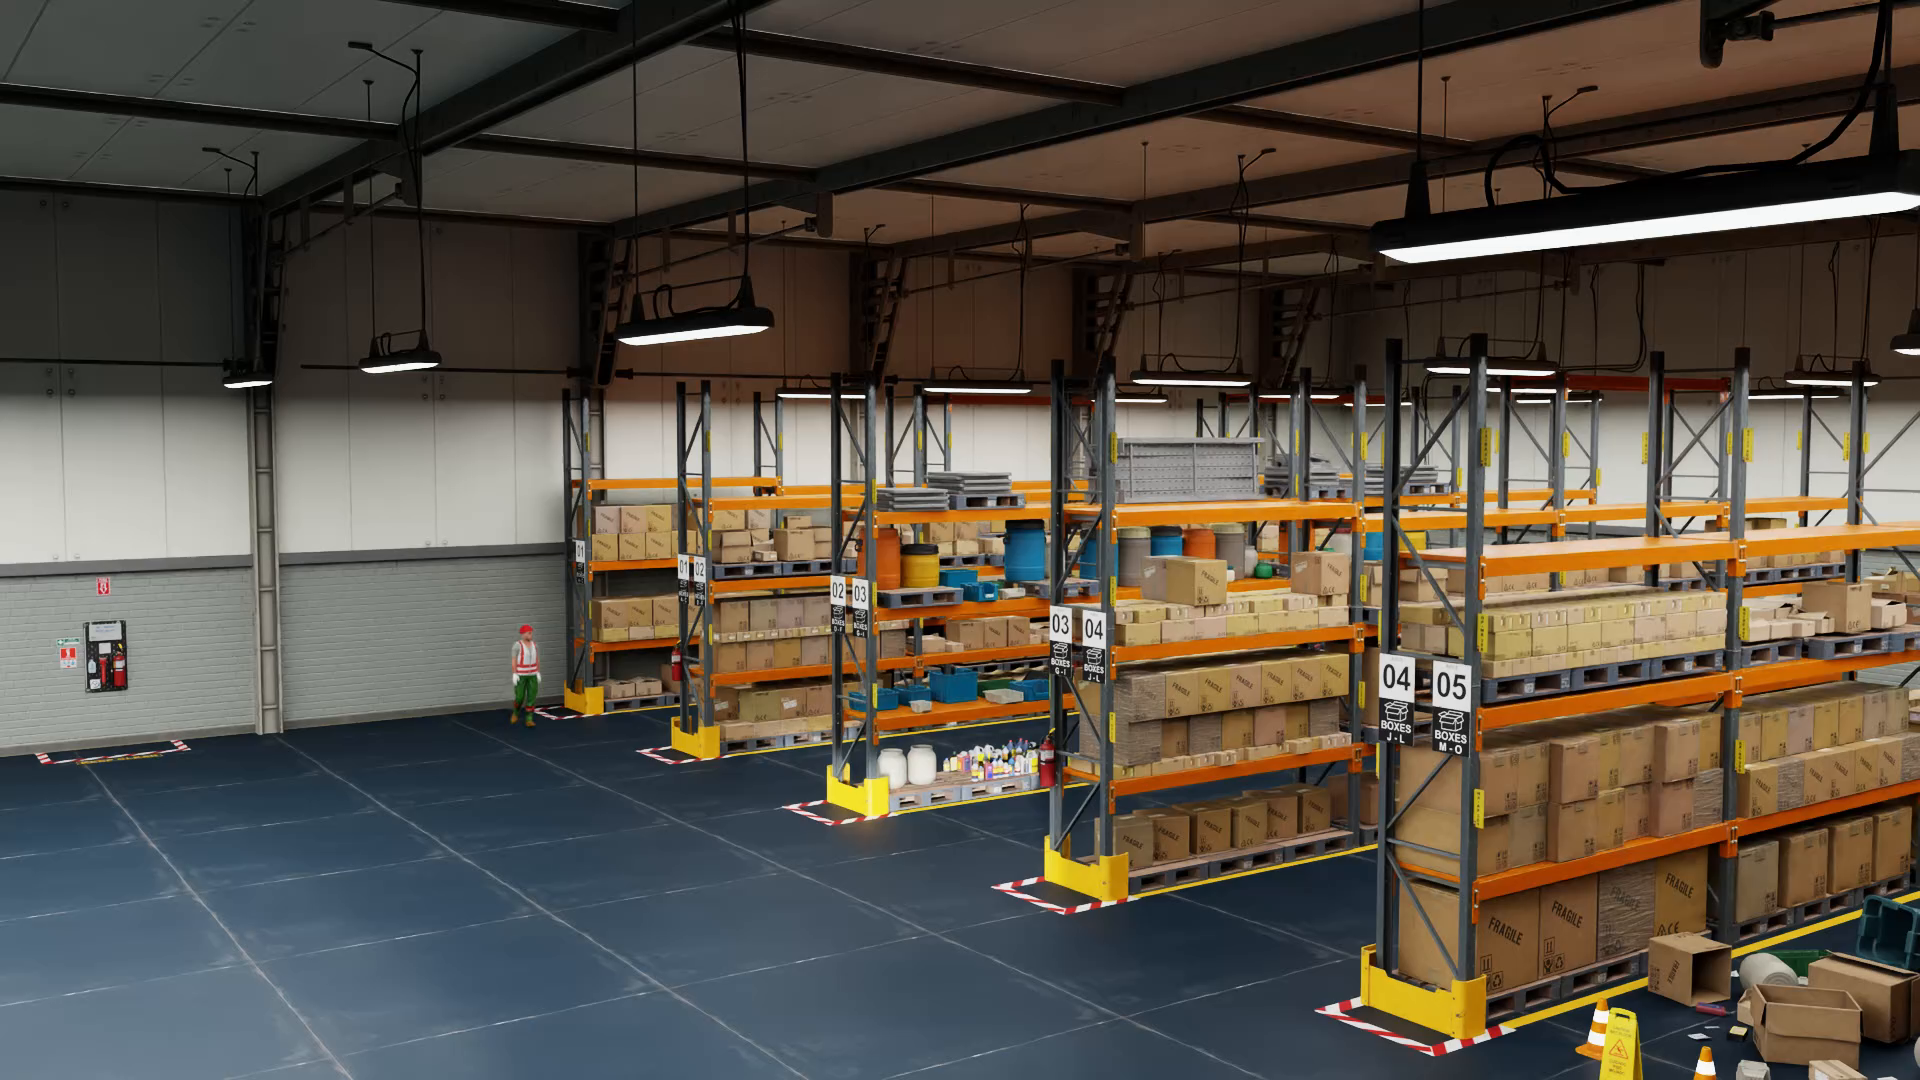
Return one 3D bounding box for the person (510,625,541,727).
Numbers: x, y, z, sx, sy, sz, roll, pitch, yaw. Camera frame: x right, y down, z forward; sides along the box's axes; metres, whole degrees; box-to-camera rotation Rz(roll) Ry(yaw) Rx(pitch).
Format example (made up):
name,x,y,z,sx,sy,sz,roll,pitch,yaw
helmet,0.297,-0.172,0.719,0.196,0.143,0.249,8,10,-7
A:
name,x,y,z,sx,sy,sz,roll,pitch,yaw
person,-7.654,2.378,29.219,0.563,1.790,0.512,-3,5,-39
